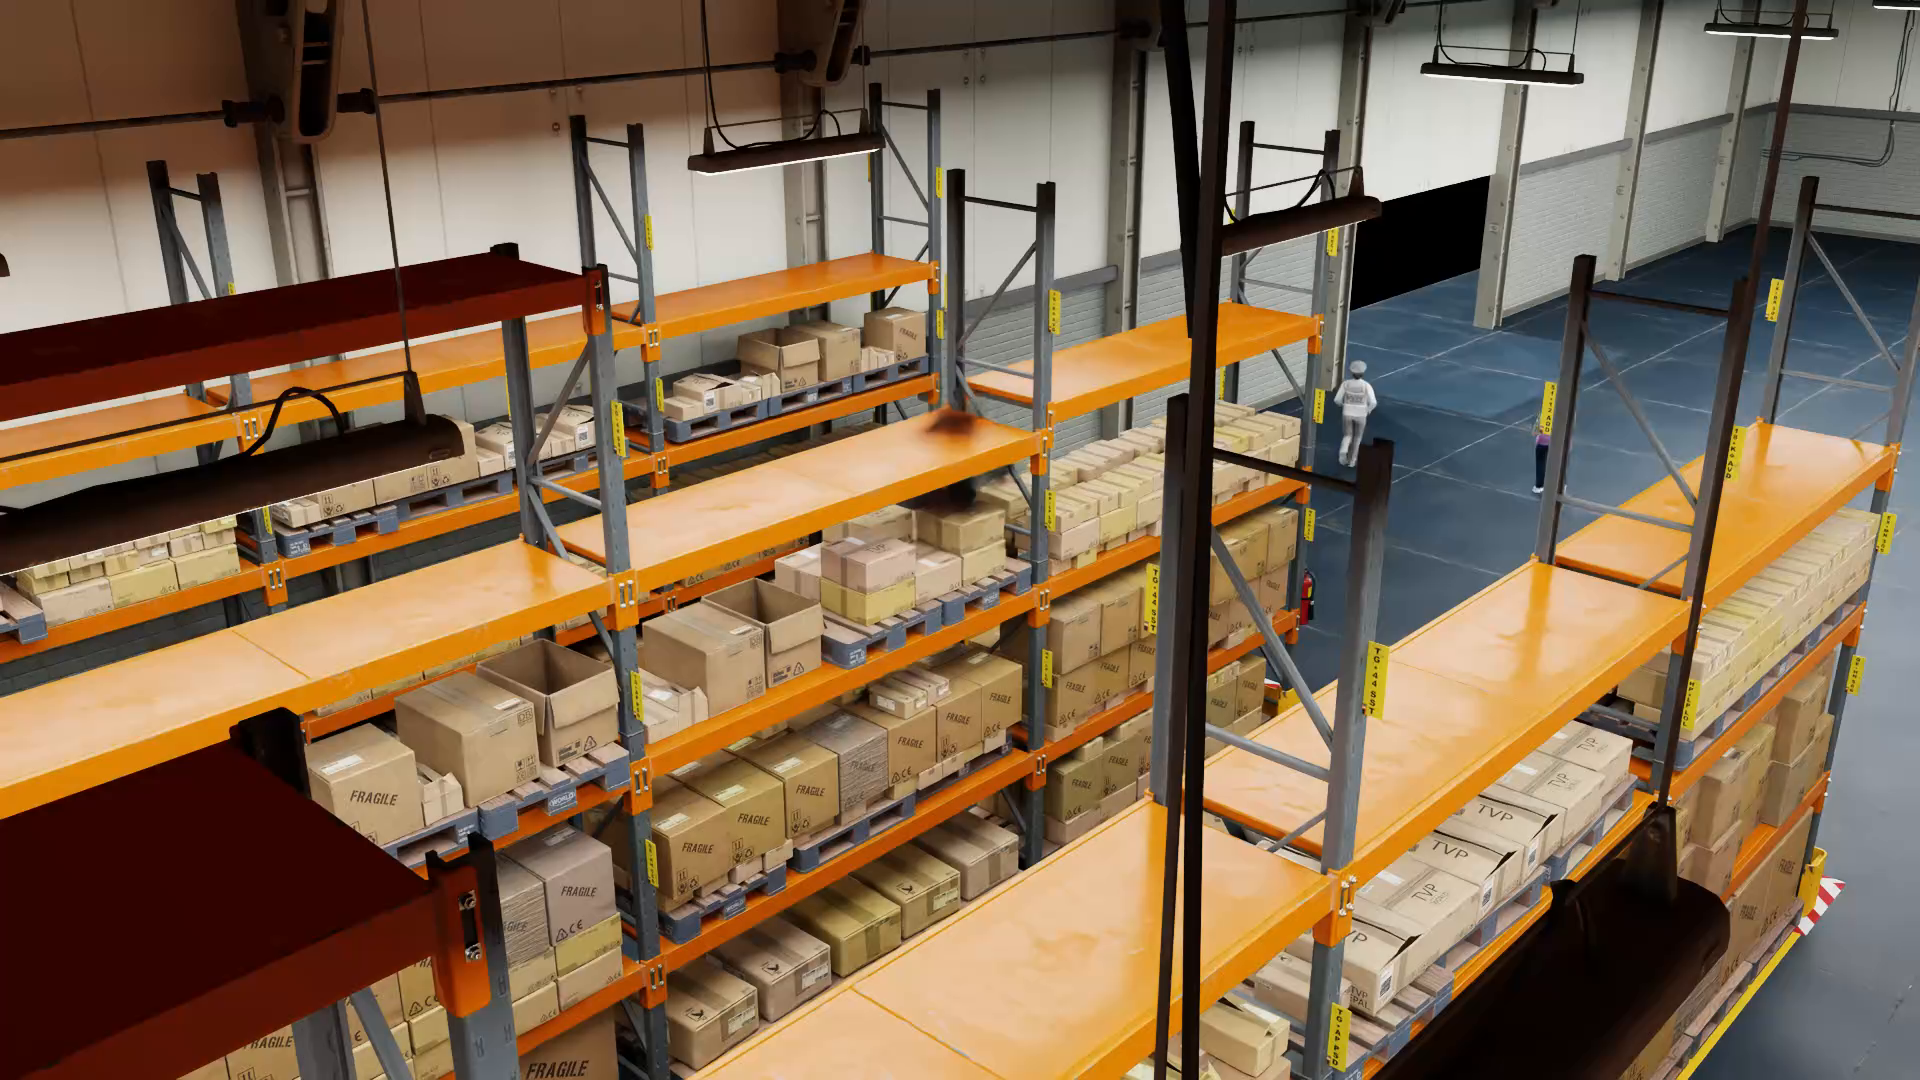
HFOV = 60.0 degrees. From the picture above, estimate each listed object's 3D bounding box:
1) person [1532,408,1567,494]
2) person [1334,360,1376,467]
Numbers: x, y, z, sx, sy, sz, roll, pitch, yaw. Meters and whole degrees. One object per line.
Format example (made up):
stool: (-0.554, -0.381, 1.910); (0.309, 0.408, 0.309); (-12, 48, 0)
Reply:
person: (8.264, -1.325, 23.281); (0.549, 1.595, 0.806); (0, 21, 0)
person: (5.790, -1.806, 24.416); (0.618, 1.677, 0.686); (8, 23, 20)
